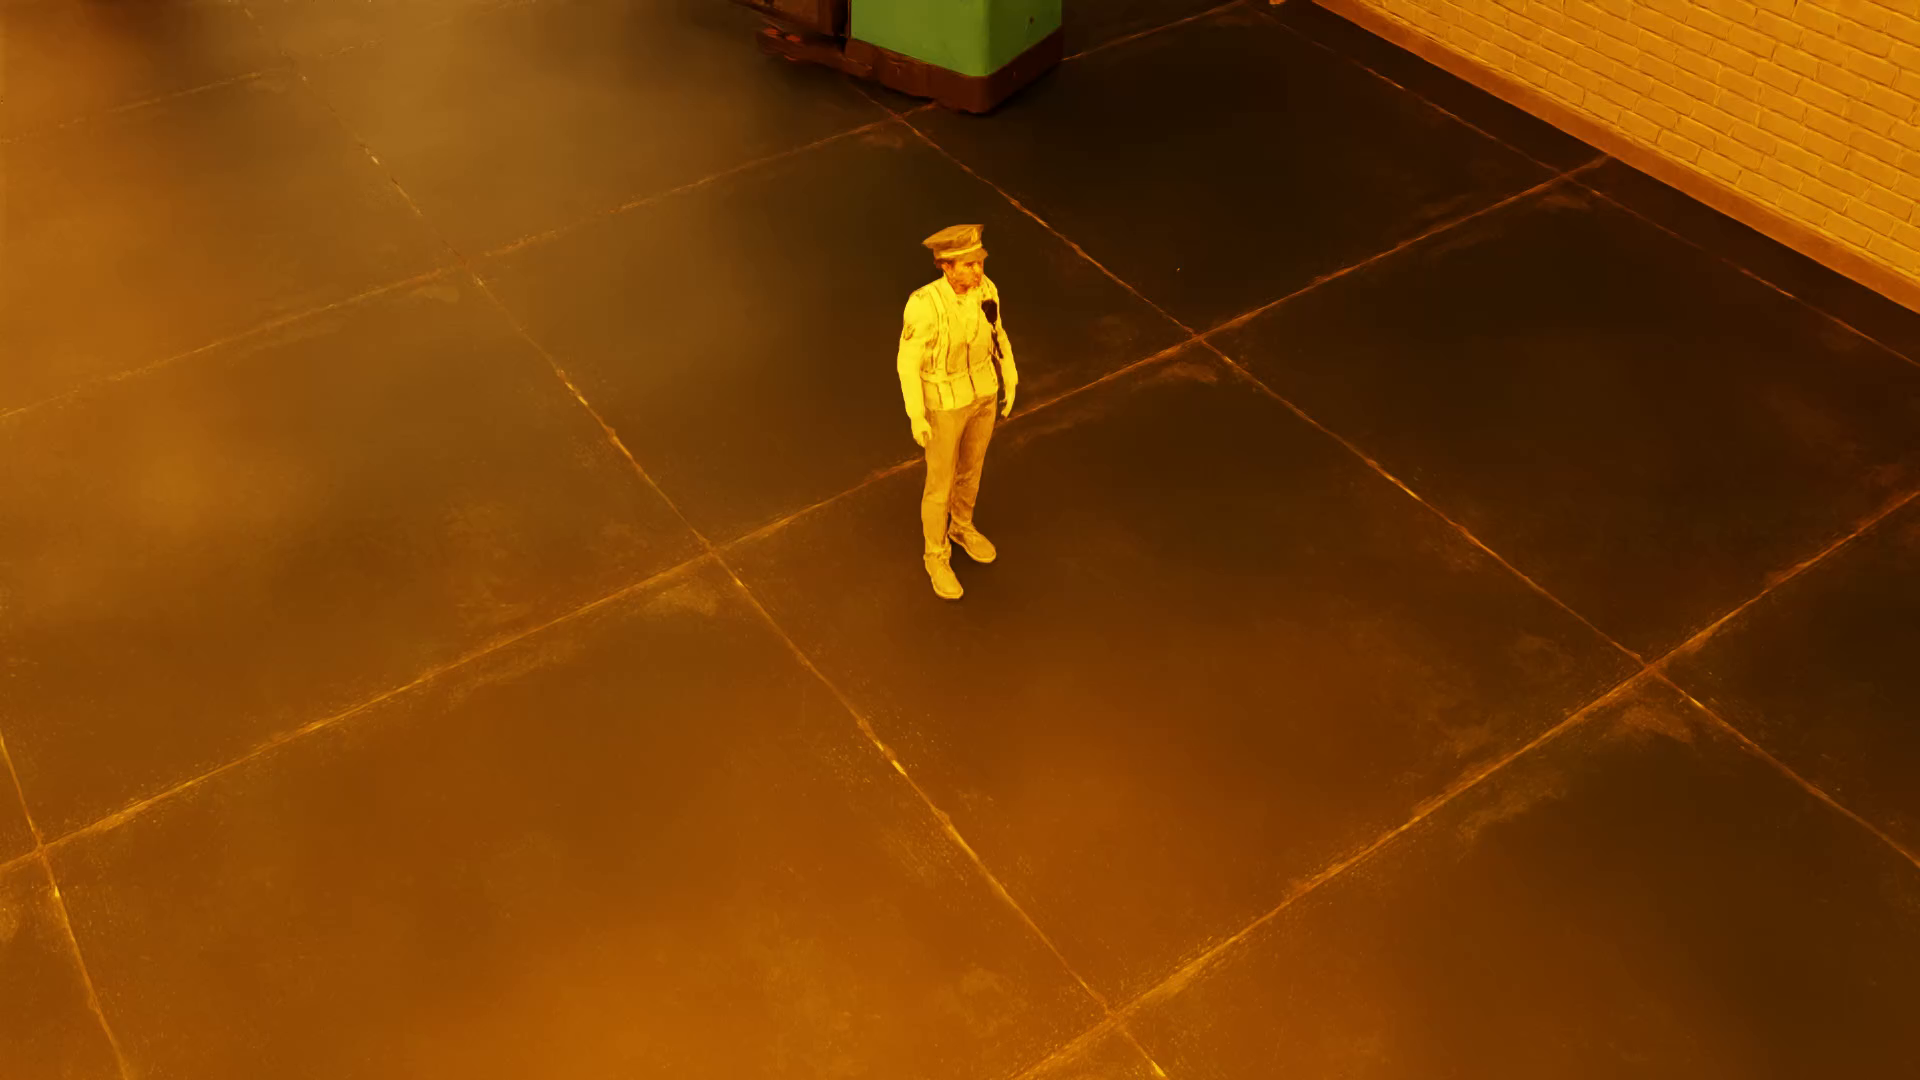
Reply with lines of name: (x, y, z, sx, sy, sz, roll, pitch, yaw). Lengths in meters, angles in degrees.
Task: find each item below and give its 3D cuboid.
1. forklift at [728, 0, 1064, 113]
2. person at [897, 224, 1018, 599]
forklift: (-0.798, -4.650, 10.762, 3.031, 2.935, 1.130, 25, 48, 25)
person: (0.033, -0.588, 7.255, 0.586, 1.695, 0.533, -25, 48, -25)
